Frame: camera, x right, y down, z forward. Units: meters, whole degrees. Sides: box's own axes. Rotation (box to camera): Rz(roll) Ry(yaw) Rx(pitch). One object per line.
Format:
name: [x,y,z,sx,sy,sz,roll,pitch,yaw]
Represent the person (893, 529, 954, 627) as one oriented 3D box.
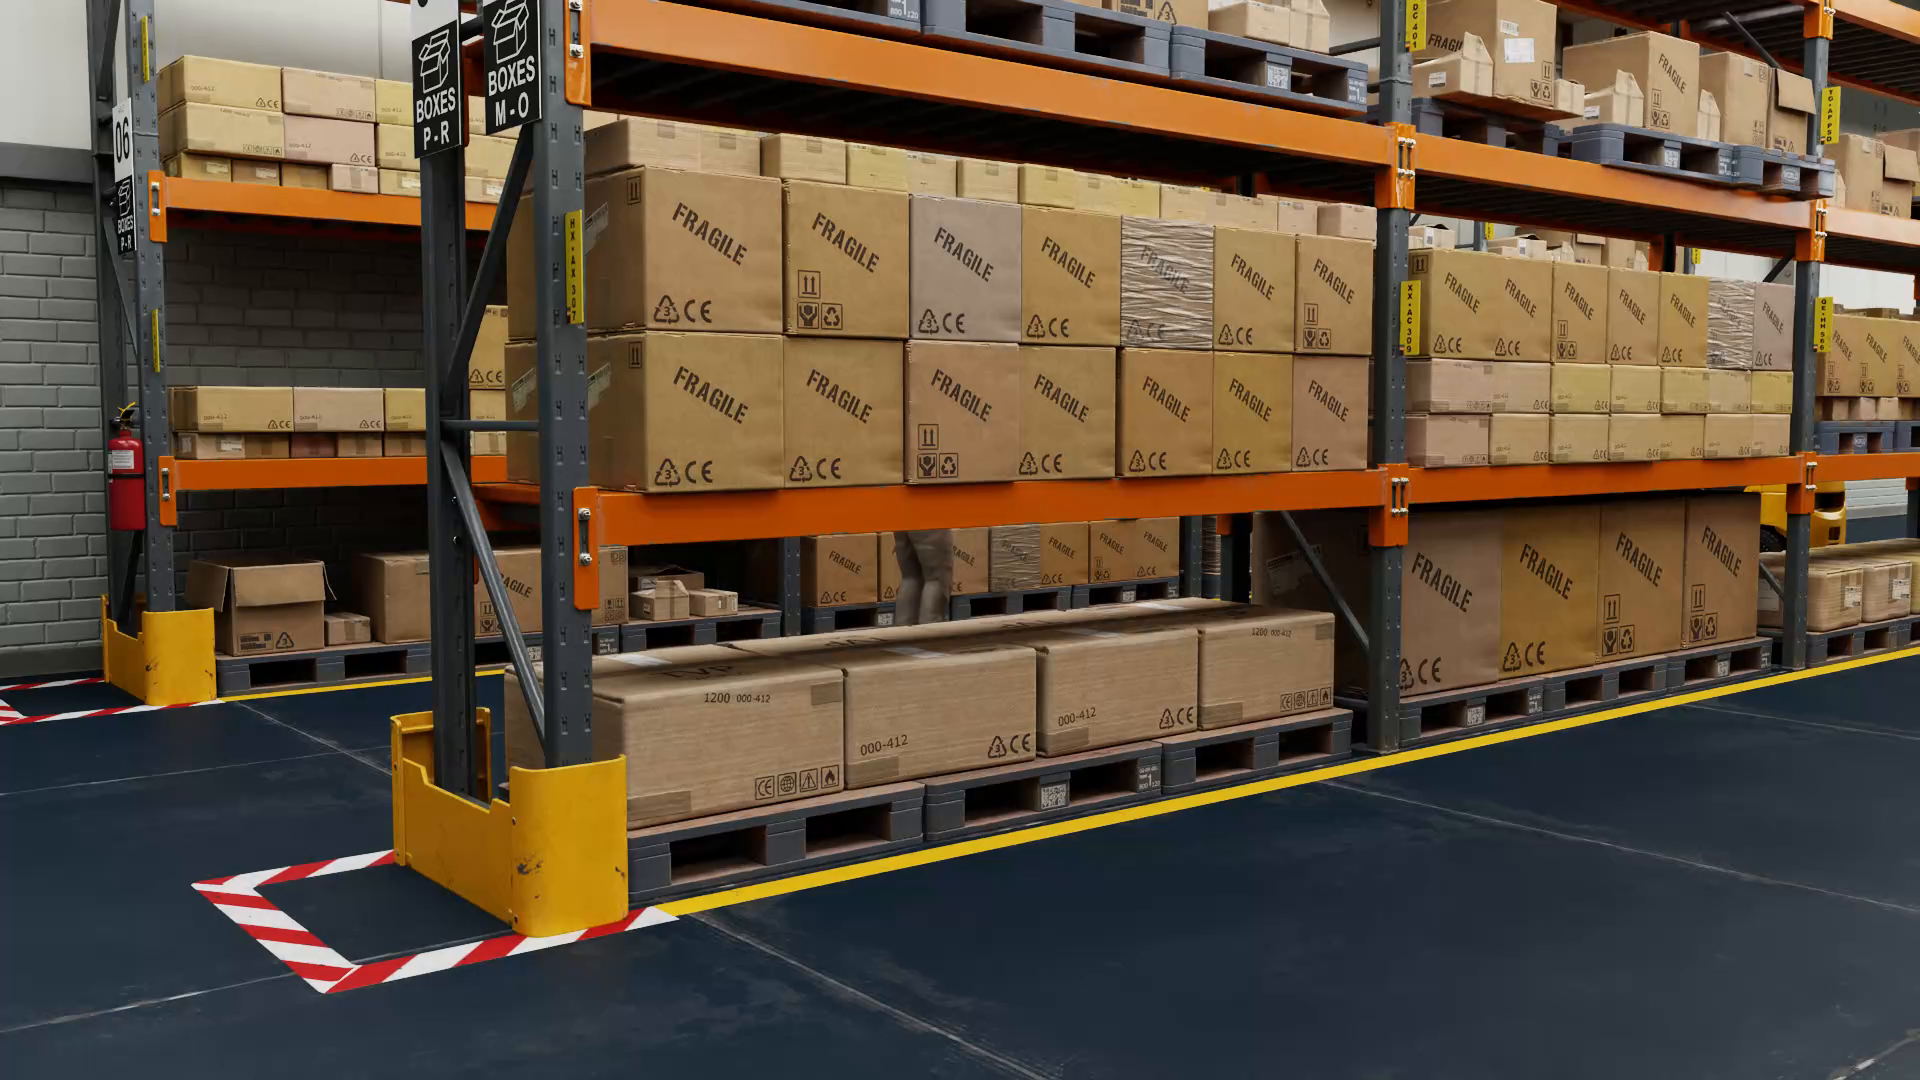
person: [-0.171,-0.105,10.602,0.537,1.715,0.494,-3,5,-38]
